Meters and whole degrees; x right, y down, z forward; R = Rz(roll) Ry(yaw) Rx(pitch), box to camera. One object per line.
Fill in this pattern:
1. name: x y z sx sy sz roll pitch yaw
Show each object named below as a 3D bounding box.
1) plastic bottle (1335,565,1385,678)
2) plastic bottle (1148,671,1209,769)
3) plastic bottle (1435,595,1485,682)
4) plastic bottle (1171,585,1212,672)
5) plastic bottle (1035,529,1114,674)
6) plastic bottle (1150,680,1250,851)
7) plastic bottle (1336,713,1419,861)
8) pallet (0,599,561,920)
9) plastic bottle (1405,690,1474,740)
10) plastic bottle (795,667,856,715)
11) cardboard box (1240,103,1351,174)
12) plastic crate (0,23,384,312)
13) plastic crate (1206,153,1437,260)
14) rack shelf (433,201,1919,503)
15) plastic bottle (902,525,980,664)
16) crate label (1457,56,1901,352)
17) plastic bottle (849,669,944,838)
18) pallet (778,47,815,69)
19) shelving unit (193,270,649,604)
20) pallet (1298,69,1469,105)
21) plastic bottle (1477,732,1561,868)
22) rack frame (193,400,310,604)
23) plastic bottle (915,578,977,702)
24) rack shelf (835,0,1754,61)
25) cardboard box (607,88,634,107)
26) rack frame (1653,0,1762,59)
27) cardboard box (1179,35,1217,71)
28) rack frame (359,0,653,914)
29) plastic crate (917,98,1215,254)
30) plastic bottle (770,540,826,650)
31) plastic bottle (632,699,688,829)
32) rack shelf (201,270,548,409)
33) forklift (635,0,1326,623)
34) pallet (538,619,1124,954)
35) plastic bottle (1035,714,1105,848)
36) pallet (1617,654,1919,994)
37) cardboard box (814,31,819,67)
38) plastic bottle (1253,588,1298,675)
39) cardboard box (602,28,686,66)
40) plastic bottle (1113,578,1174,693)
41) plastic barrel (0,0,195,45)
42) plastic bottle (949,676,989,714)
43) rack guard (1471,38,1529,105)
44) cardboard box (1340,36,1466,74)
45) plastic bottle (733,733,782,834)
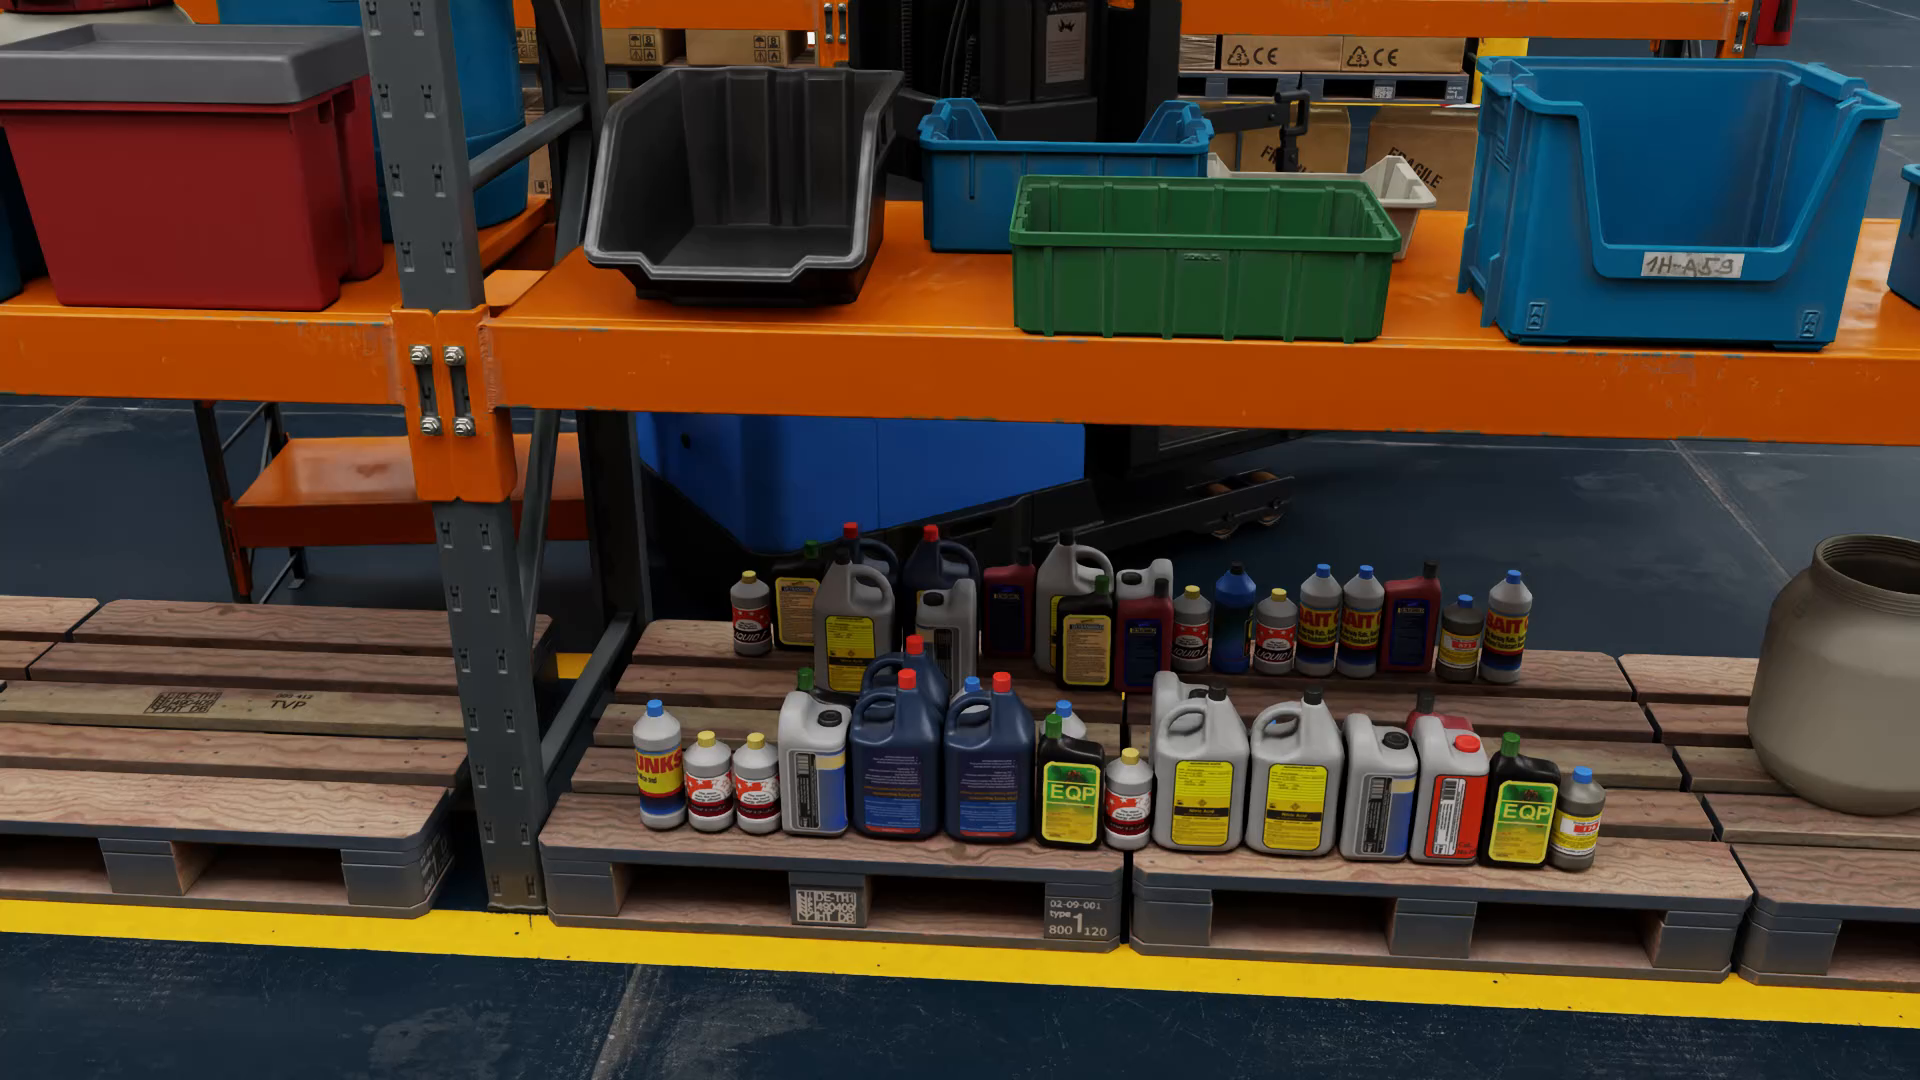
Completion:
1. plastic bottle: 0.961 0.189 3.988 0.097 0.271 0.097 0 25 0
2. plastic bottle: 0.470 0.414 3.494 0.135 0.276 0.152 2 25 4
3. plastic bottle: 1.200 0.229 3.986 0.097 0.201 0.097 0 25 0
4. plastic bottle: 0.558 0.208 4.031 0.097 0.201 0.097 0 25 0
5. plastic bottle: 0.276 0.141 3.998 0.185 0.351 0.144 2 25 4
6. plastic bottle: 0.484 0.442 3.343 0.185 0.351 0.144 2 25 4
7. plastic bottle: 0.835 0.486 3.338 0.135 0.276 0.152 1 25 3
8. pallet: -1.687 0.478 3.958 1.213 0.211 1.003 2 25 4
9. plastic bottle: 0.981 0.443 3.423 0.133 0.283 0.061 2 25 4
10. plastic bottle: -0.285 0.402 3.511 0.133 0.283 0.061 2 25 4
11. cardboard box: 1.623 -1.831 8.129 0.500 0.500 0.500 4 25 9
12. plastic crate: -1.408 -0.697 3.099 0.583 0.464 0.402 2 25 4
13. plastic crate: 0.737 -0.713 3.527 0.437 0.136 0.530 2 25 4
14. rack shelf: 1.093 -0.389 3.367 4.000 0.370 1.077 2 25 4
15. plastic bottle: -0.046 0.131 4.021 0.185 0.351 0.144 1 25 1
16. crate label: 1.231 -0.614 2.953 0.616 0.435 0.502 2 25 4
17. plastic bottle: -0.128 0.423 3.386 0.185 0.351 0.144 3 25 5
18. pallet: -0.817 -3.634 12.896 1.213 0.211 1.003 2 25 4
19. shelving unit: -1.460 -0.316 4.591 1.048 1.125 0.538 -1 25 -3
20. pallet: 3.143 -3.506 12.617 1.213 0.211 1.003 2 25 4
21. plastic bottle: 1.104 0.510 3.276 0.133 0.283 0.061 2 25 5
22. rack frame: -1.968 -0.304 4.565 0.032 1.125 0.500 -1 25 -3
23. plastic bottle: -0.032 0.227 3.900 0.135 0.276 0.152 2 25 4
24. rack shelf: 1.472 -2.453 7.853 4.000 0.370 1.077 2 25 4
25. cardboard box: -1.607 -1.960 8.385 0.500 0.500 0.700 2 25 4
26. rack frame: 3.466 -2.716 7.564 0.127 3.000 1.000 2 25 4
27. cardboard box: 1.479 -4.057 12.518 0.875 0.875 0.875 2 25 4
28. rack frame: -0.901 -0.780 3.356 0.127 3.000 1.000 2 25 4
29. plastic crate: 0.223 -0.790 3.556 0.616 0.251 0.499 2 25 4
30. plastic bottle: -0.396 0.132 4.097 0.133 0.283 0.061 3 25 7
31. plastic bottle: -0.617 0.453 3.415 0.097 0.271 0.097 0 25 0
32. rack shelf: -1.460 -0.582 4.469 1.000 0.278 0.538 -1 25 -3
33. forklift: 0.478 -1.511 5.028 3.031 2.935 1.130 -15 28 -29
34. pallet: -0.235 0.526 3.854 1.213 0.211 1.003 2 25 4
35. plastic bottle: 0.221 0.482 3.337 0.133 0.283 0.061 3 25 6
36. pallet: 2.198 0.604 3.685 1.213 0.211 1.003 2 25 4
37. cardboard box: -0.668 -4.059 12.672 0.750 0.750 1.050 2 25 4
38. plastic bottle: 0.763 0.215 4.017 0.097 0.201 0.097 0 25 0
39. cardboard box: -2.558 -4.121 12.807 0.750 0.750 1.050 2 25 5
40. plastic bottle: 0.430 0.223 3.901 0.133 0.283 0.061 2 25 4
41. plastic barrel: -1.839 -0.963 3.593 0.433 0.535 0.433 0 25 0
42. plastic bottle: 0.025 0.413 3.501 0.097 0.271 0.097 0 25 0
43. rack guard: 3.970 -3.644 12.570 0.348 0.500 1.175 2 25 4
44. cardboard box: 3.265 -4.000 12.393 0.875 0.875 0.875 2 25 4
45. plastic bottle: -0.414 0.491 3.415 0.097 0.201 0.097 0 25 0
